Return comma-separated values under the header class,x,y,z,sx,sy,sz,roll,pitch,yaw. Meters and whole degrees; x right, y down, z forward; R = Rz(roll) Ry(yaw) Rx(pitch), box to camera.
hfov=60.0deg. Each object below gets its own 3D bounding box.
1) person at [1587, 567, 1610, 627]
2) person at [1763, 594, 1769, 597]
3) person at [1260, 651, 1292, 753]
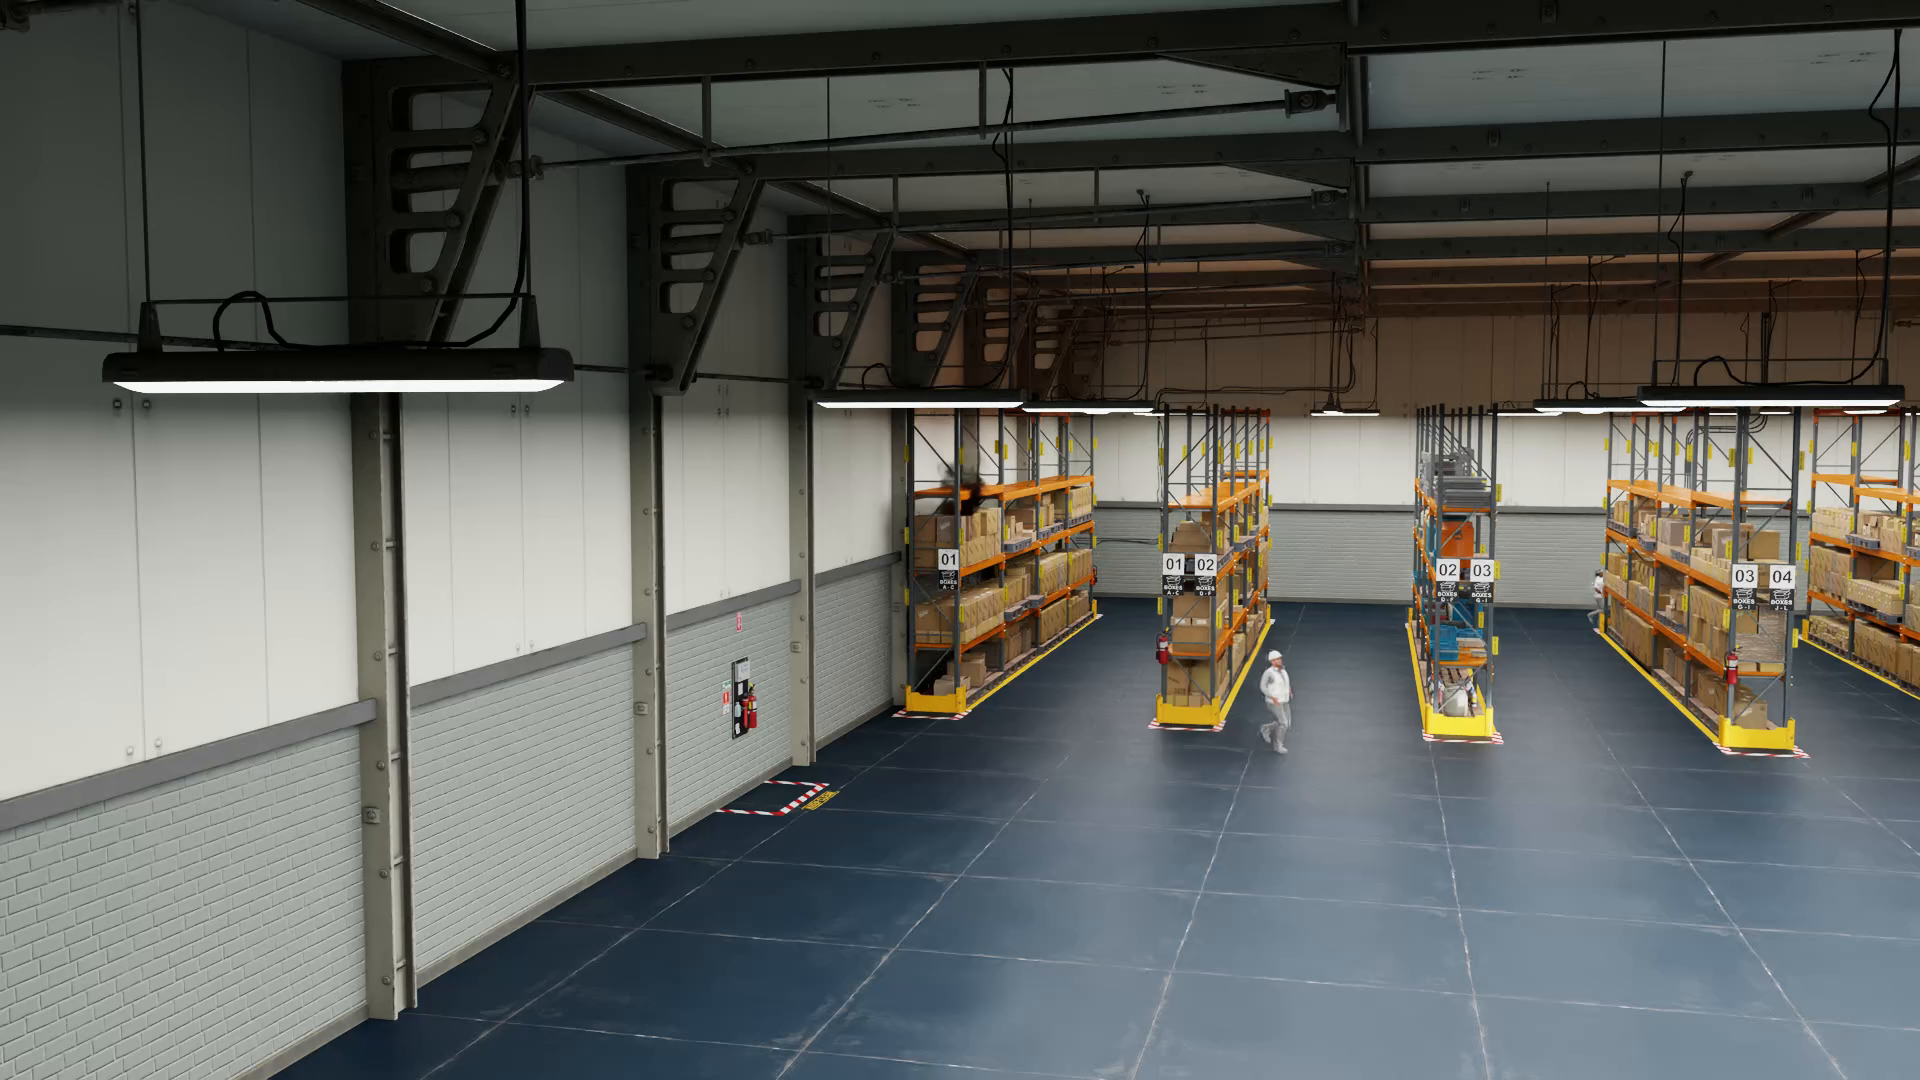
class,x,y,z,sx,sy,sz,roll,pitch,yaw
person,17.560,1.568,45.731,0.587,1.650,0.574,2,5,24
person,20.921,1.652,43.678,0.916,1.750,0.728,-3,5,-31
person,5.431,2.775,28.691,0.660,1.748,0.601,-4,6,-43
